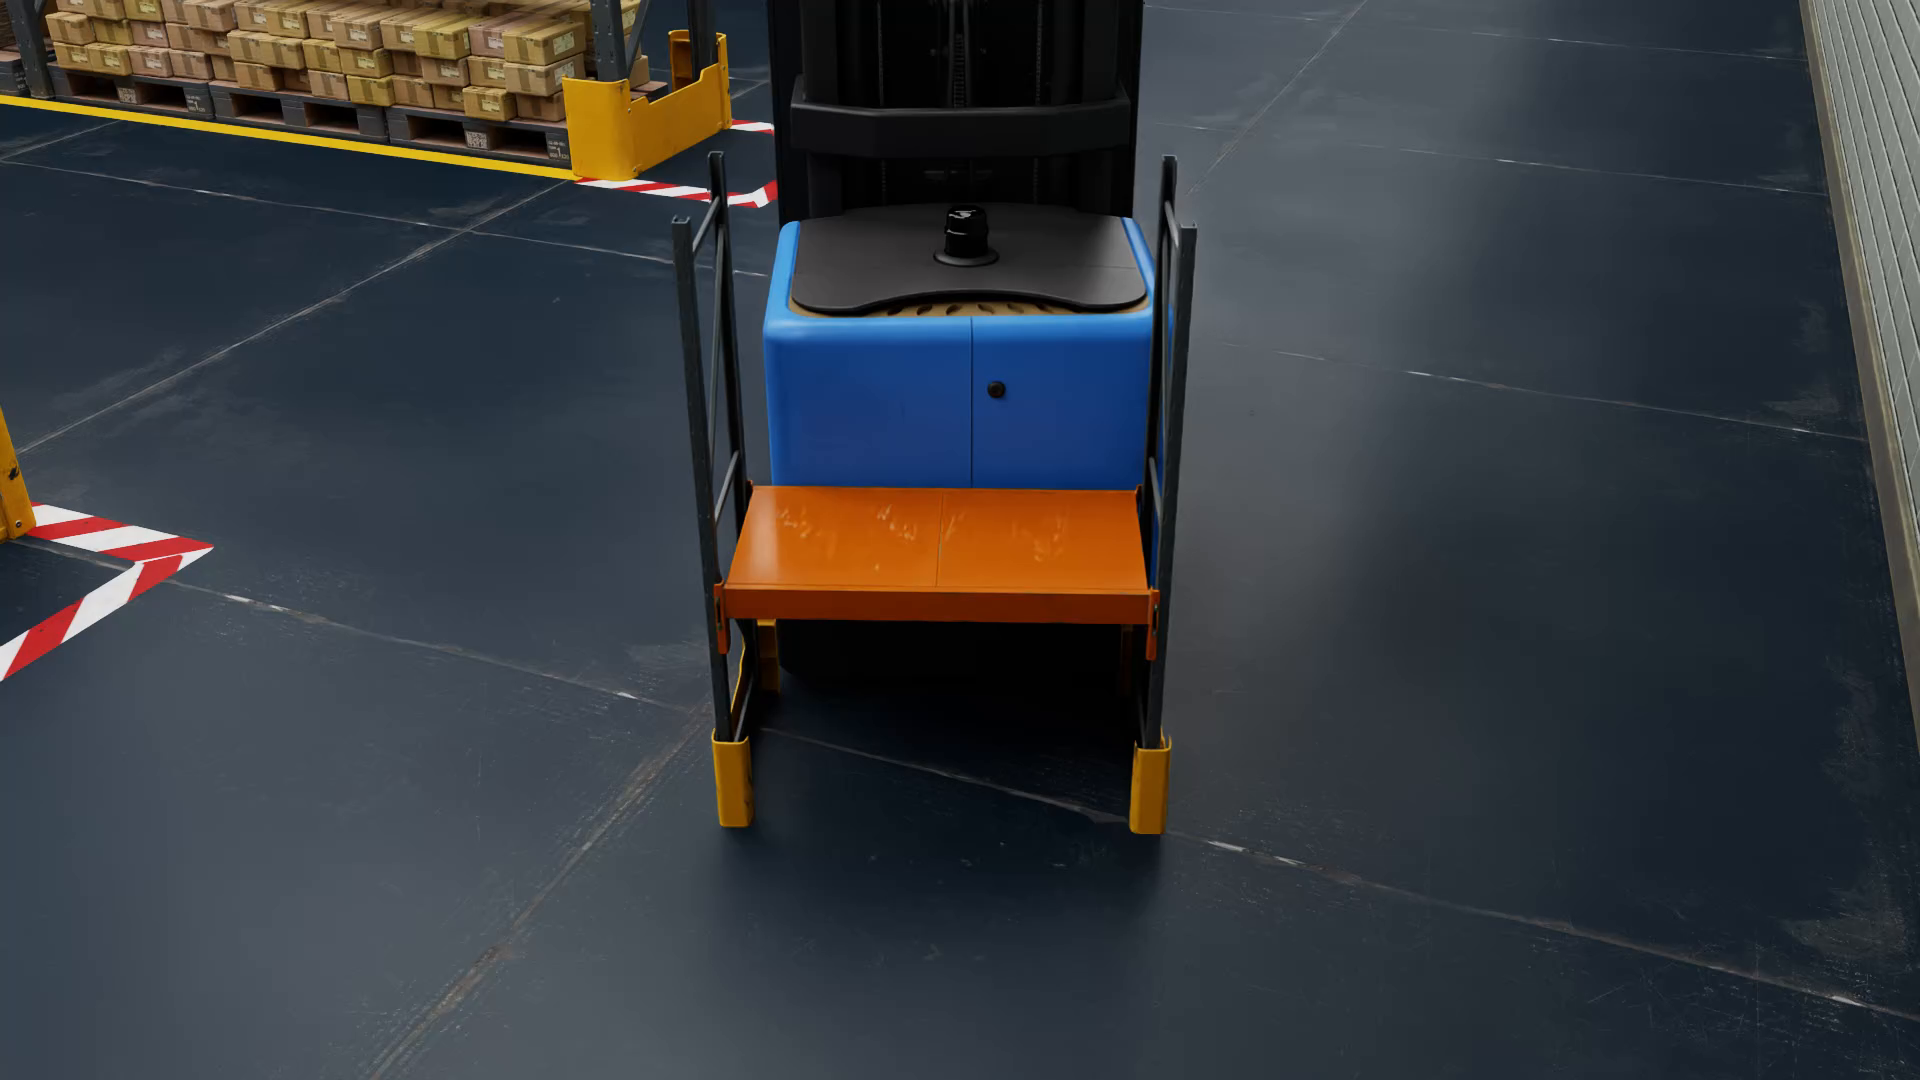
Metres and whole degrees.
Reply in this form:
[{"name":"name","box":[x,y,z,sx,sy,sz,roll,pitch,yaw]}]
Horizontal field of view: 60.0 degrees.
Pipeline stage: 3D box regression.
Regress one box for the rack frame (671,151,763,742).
[{"name":"rack frame","box":[-0.555,-0.102,3.906,0.032,1.500,0.500,1,29,1]}]

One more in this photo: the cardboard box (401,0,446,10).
[{"name":"cardboard box","box":[-2.933,-3.026,9.422,0.250,0.149,0.380,13,32,21]}]

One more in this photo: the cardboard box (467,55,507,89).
[{"name":"cardboard box","box":[-2.393,-2.521,8.829,0.250,0.149,0.380,11,31,18]}]

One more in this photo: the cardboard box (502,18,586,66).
[{"name":"cardboard box","box":[-2.161,-2.592,8.653,0.250,0.149,0.380,12,32,20]}]

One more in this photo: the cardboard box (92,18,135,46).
[{"name":"cardboard box","box":[-4.798,-3.001,9.680,0.250,0.149,0.380,12,31,19]}]

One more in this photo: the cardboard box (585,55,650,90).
[{"name":"cardboard box","box":[-1.940,-2.594,9.261,0.250,0.149,0.380,12,32,20]}]

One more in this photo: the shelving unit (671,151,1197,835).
[{"name":"shelving unit","box":[-0.038,-0.095,3.893,1.083,1.500,0.587,1,29,1]}]

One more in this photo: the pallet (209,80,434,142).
[{"name":"pallet","box":[-3.511,-2.602,9.639,1.213,0.211,1.003,11,31,19]}]

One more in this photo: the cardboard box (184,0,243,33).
[{"name":"cardboard box","box":[-4.099,-2.967,9.317,0.250,0.149,0.380,12,32,20]}]

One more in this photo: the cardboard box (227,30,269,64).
[{"name":"cardboard box","box":[-3.853,-2.784,9.296,0.250,0.149,0.380,11,31,19]}]

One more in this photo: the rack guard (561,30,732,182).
[{"name":"rack guard","box":[-1.645,-2.335,8.873,0.348,0.500,1.175,11,31,19]}]

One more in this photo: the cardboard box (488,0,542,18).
[{"name":"cardboard box","box":[-2.419,-2.963,9.309,0.250,0.149,0.380,11,31,19]}]

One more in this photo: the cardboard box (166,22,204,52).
[{"name":"cardboard box","box":[-4.309,-2.921,9.538,0.250,0.149,0.380,10,31,17]}]

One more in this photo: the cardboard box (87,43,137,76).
[{"name":"cardboard box","box":[-4.818,-2.828,9.675,0.250,0.149,0.380,12,32,21]}]

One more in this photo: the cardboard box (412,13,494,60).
[{"name":"cardboard box","box":[-2.660,-2.655,8.764,0.250,0.149,0.380,11,31,18]}]

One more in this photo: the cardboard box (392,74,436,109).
[{"name":"cardboard box","box":[-2.864,-2.482,9.064,0.250,0.149,0.380,12,31,20]}]

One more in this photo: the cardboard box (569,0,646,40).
[{"name":"cardboard box","box":[-1.933,-2.862,9.130,0.250,0.149,0.380,10,31,17]}]

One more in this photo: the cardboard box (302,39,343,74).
[{"name":"cardboard box","box":[-3.369,-2.689,9.127,0.250,0.149,0.380,13,32,22]}]

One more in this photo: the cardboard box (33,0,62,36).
[{"name":"cardboard box","box":[-5.866,-3.501,10.510,0.500,0.500,0.500,13,32,21]}]

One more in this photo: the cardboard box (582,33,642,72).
[{"name":"cardboard box","box":[-1.964,-2.694,9.136,0.250,0.149,0.380,13,32,21]}]

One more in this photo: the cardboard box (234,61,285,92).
[{"name":"cardboard box","box":[-3.847,-2.655,9.370,0.250,0.149,0.380,10,31,18]}]

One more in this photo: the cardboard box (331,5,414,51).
[{"name":"cardboard box","box":[-3.146,-2.756,8.943,0.250,0.149,0.380,12,32,21]}]

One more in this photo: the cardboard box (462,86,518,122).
[{"name":"cardboard box","box":[-2.418,-2.354,8.838,0.250,0.149,0.380,12,32,21]}]

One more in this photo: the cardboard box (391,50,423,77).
[{"name":"cardboard box","box":[-2.864,-2.640,9.040,0.250,0.149,0.380,11,31,19]}]

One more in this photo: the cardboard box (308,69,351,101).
[{"name":"cardboard box","box":[-3.369,-2.561,9.202,0.250,0.149,0.380,12,32,20]}]

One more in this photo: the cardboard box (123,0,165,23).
[{"name":"cardboard box","box":[-4.554,-3.089,9.533,0.250,0.149,0.380,11,31,18]}]

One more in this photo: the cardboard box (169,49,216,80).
[{"name":"cardboard box","box":[-4.314,-2.781,9.593,0.250,0.149,0.380,11,31,18]}]

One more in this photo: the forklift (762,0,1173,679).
[{"name":"forklift","box":[-0.023,-1.594,5.092,1.130,2.935,3.031,-1,29,-2]}]

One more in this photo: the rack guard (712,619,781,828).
[{"name":"rack guard","box":[-0.535,0.443,4.213,0.087,0.250,0.587,1,29,1]}]

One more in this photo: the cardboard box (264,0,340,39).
[{"name":"cardboard box","box":[-3.602,-2.891,9.182,0.250,0.149,0.380,11,31,19]}]

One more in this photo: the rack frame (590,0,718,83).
[{"name":"rack frame","box":[-1.575,-3.409,8.233,0.127,3.000,1.000,11,31,19]}]

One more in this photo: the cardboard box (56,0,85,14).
[{"name":"cardboard box","box":[-5.040,-3.192,9.714,0.250,0.149,0.380,13,32,21]}]

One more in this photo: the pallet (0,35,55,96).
[{"name":"pallet","box":[-6.003,-3.078,10.482,1.213,0.211,1.003,11,31,19]}]
